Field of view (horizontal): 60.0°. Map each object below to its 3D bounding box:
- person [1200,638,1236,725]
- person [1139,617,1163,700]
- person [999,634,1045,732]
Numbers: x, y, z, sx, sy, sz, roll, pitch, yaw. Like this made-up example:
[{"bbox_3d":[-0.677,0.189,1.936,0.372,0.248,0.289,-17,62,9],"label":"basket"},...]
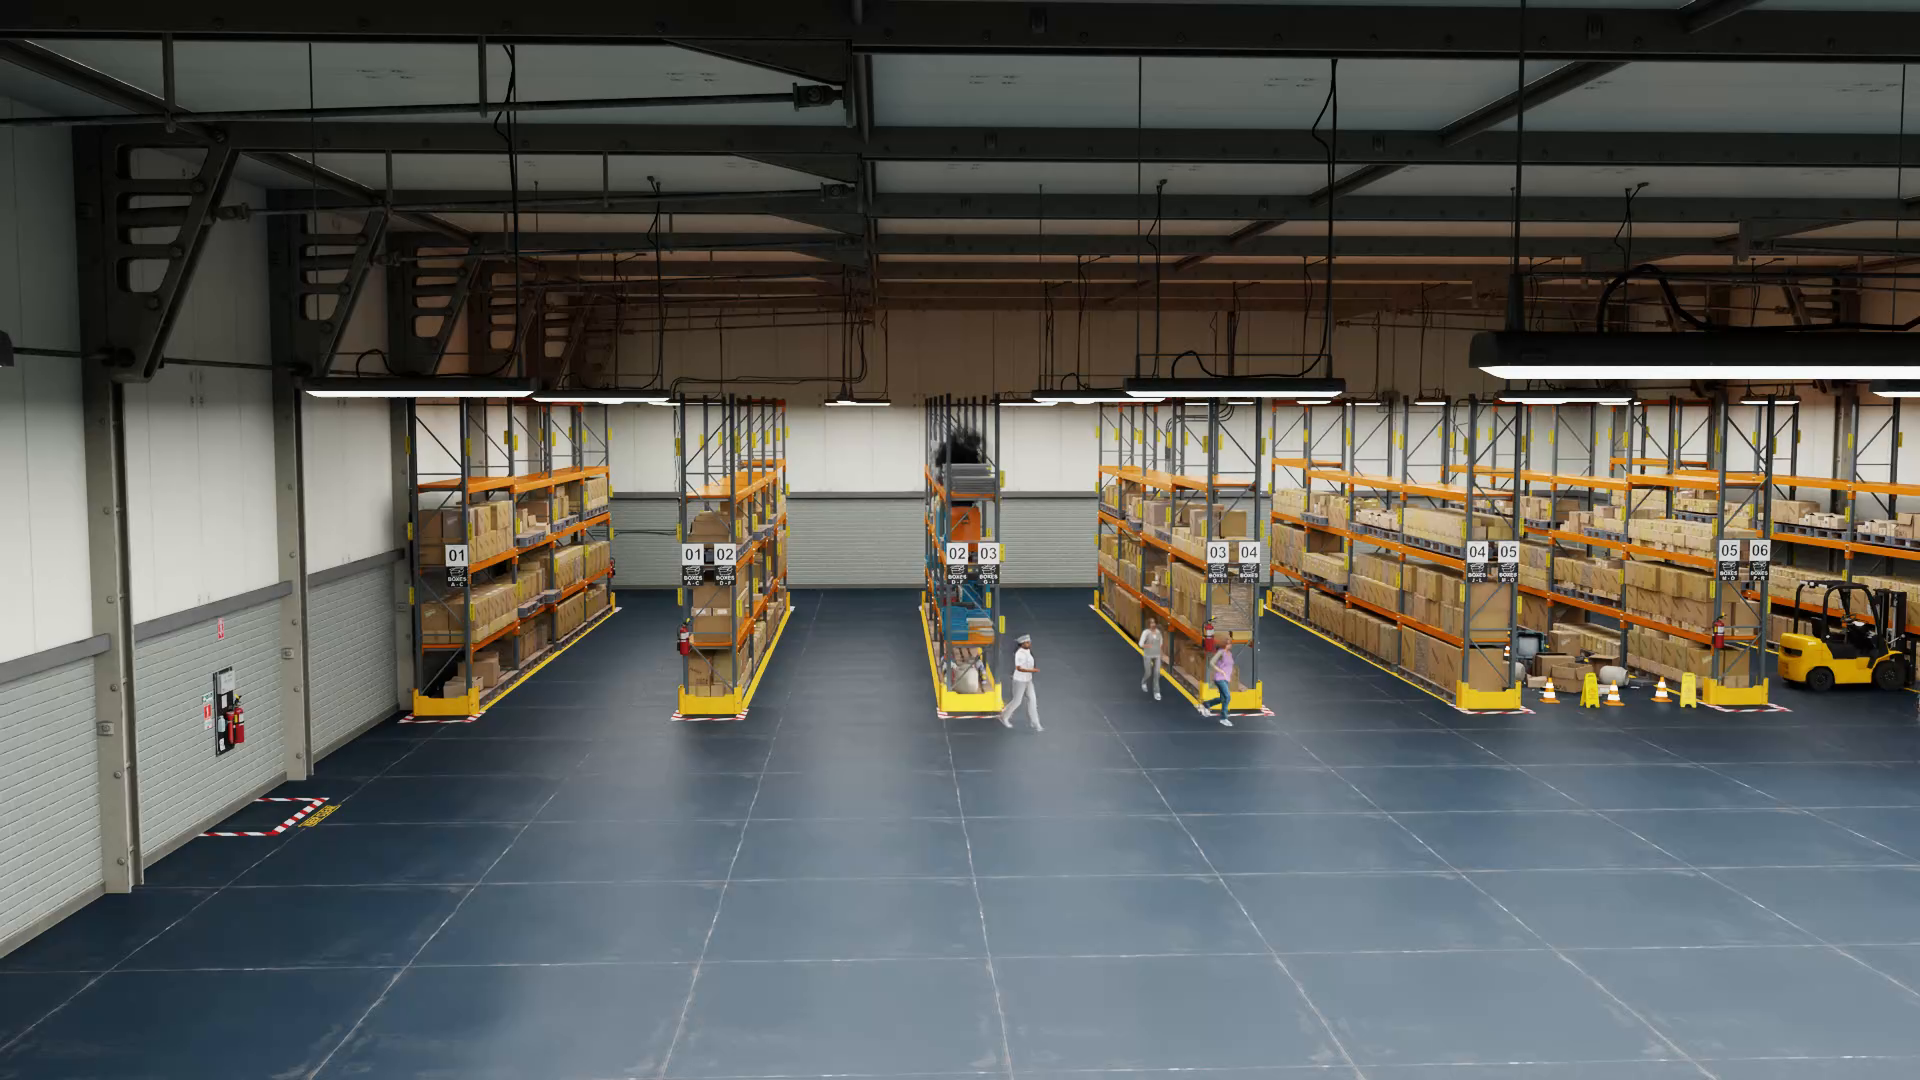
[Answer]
[{"bbox_3d":[4.748,2.568,30.352,0.700,1.570,0.563,4,6,39],"label":"person"},{"bbox_3d":[3.786,2.313,32.773,0.540,1.580,0.874,-1,5,-11],"label":"person"},{"bbox_3d":[1.110,2.536,29.589,0.810,1.745,0.589,2,5,27],"label":"person"}]
